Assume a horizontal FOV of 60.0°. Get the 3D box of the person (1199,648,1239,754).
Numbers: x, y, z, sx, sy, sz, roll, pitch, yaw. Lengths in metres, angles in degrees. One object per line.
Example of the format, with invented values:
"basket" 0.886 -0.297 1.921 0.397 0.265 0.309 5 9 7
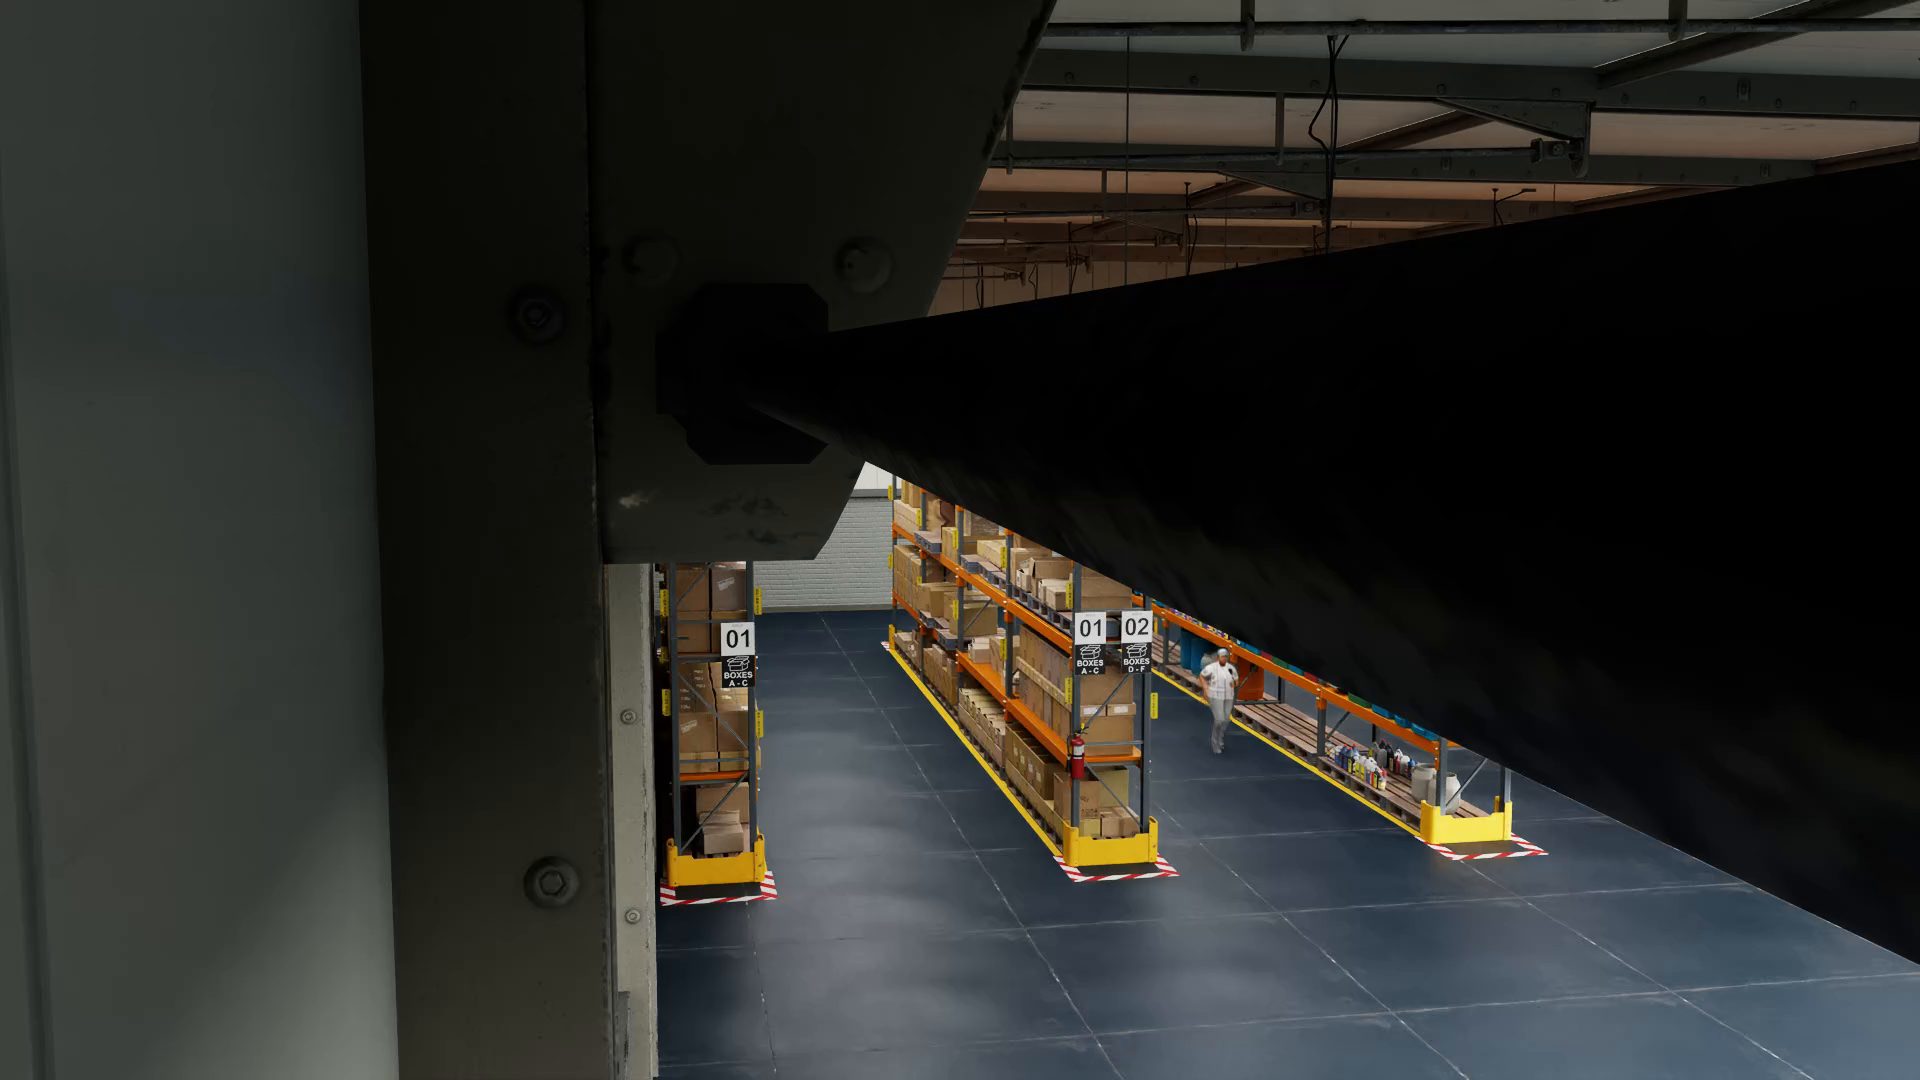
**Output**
"person" 4.229 2.606 26.941 0.576 1.716 0.720 -2 6 -16
